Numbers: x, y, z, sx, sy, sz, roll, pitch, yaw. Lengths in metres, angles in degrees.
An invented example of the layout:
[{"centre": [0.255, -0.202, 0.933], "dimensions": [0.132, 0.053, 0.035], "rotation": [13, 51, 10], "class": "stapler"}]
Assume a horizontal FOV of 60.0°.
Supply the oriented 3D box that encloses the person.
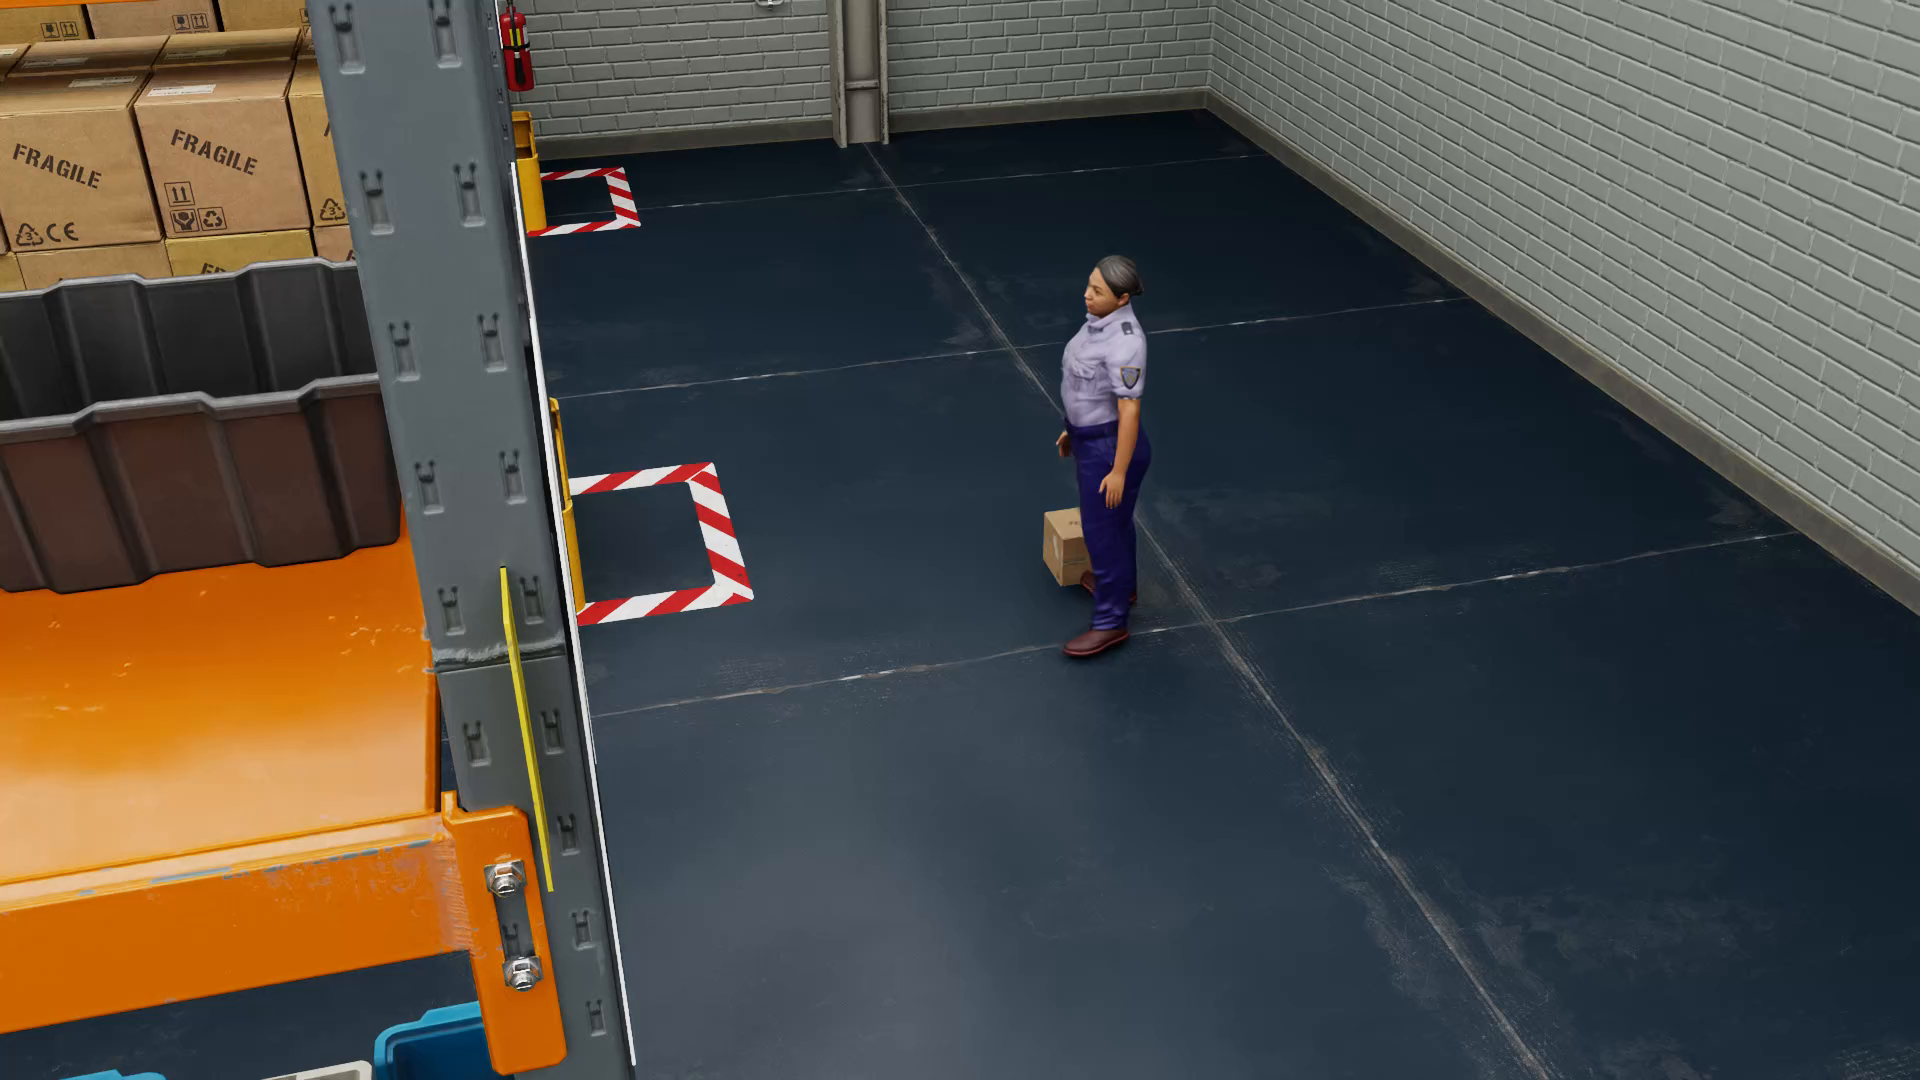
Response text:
[{"centre": [0.593, -0.372, 6.747], "dimensions": [0.380, 1.648, 0.635], "rotation": [-2, 30, -3], "class": "person"}]
